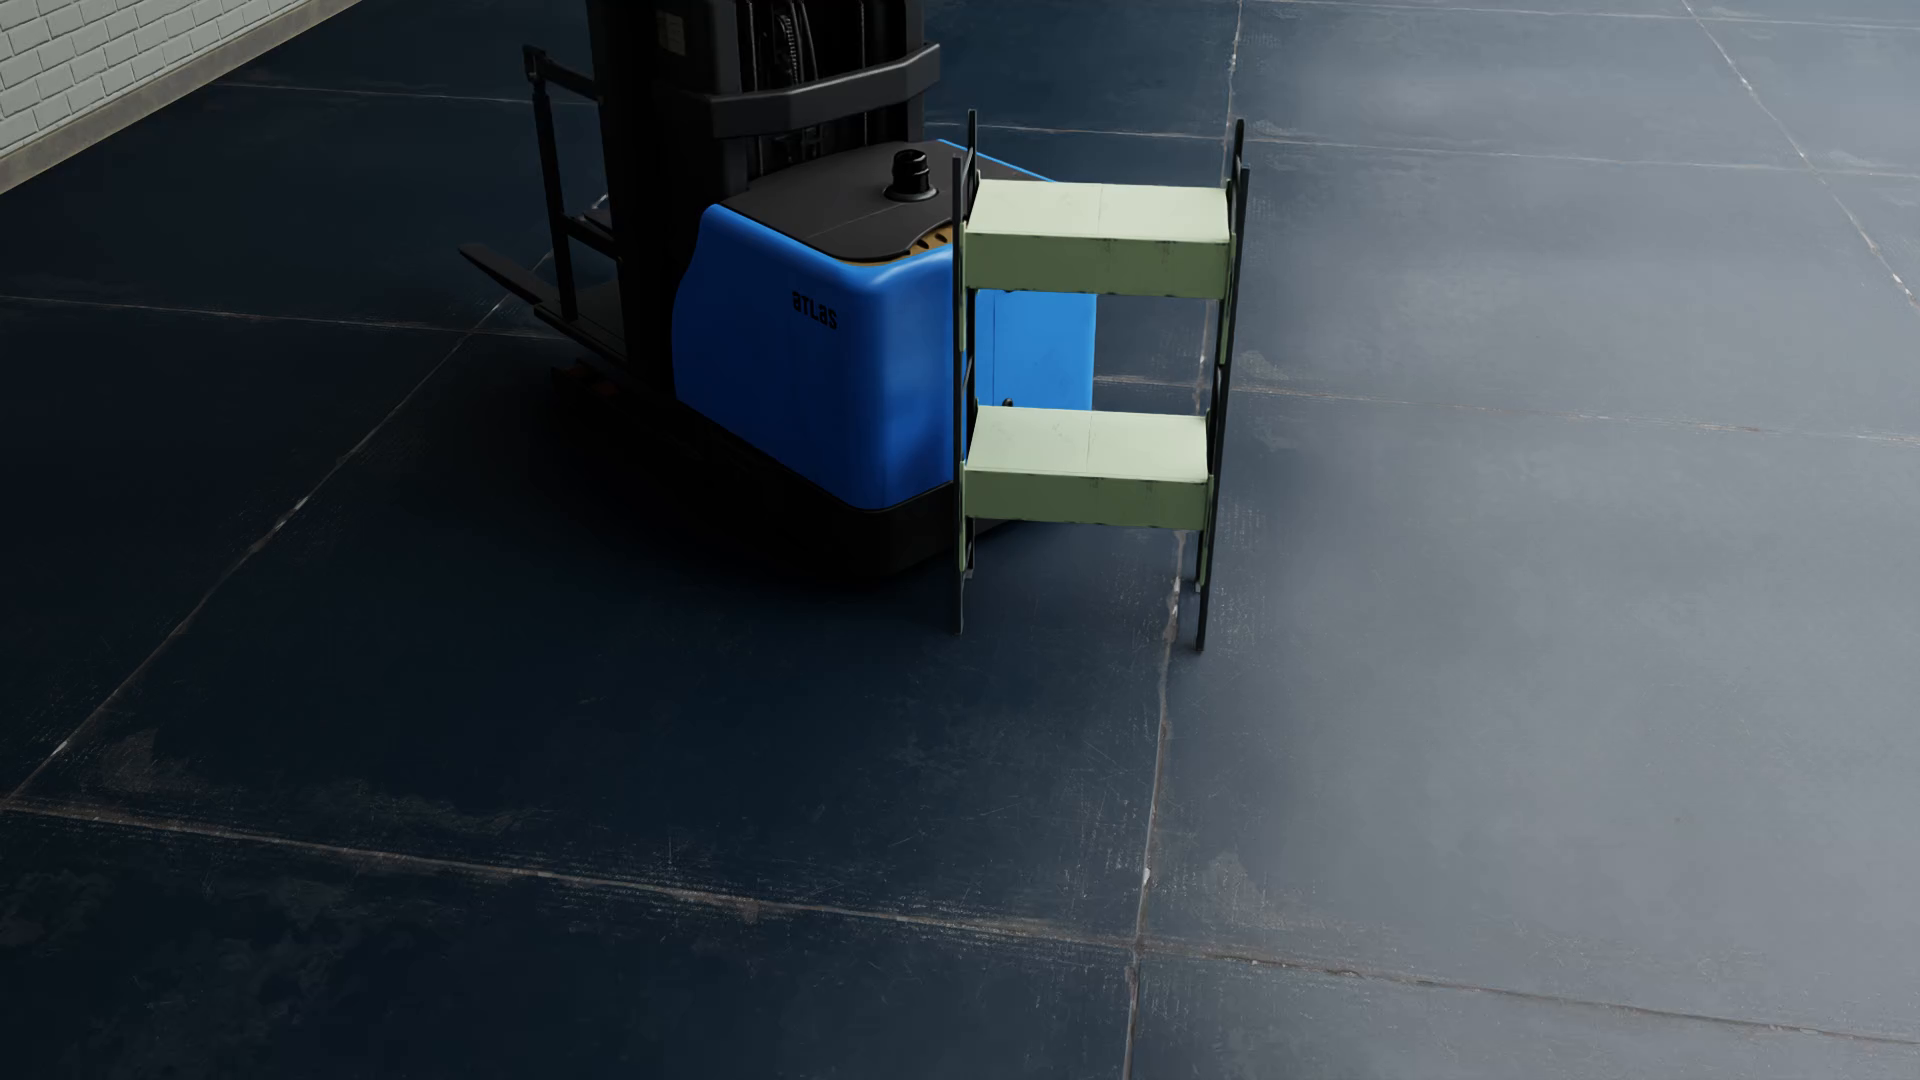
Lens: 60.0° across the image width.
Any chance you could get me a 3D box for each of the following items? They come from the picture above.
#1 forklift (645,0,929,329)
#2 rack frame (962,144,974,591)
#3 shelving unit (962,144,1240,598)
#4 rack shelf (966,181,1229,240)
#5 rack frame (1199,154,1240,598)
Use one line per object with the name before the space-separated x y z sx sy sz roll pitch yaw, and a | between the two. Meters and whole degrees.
forklift | -0.885 -1.828 5.677 1.109 2.935 3.031 -25 40 -34
rack frame | 0.013 -0.448 4.821 0.010 1.308 0.380 3 32 5
shelving unit | 0.377 -0.427 4.787 0.742 1.308 0.380 3 32 5
rack shelf | 0.378 -0.871 4.510 0.686 0.052 0.368 3 32 5
rack frame | 0.741 -0.406 4.754 0.010 1.308 0.380 3 32 5
